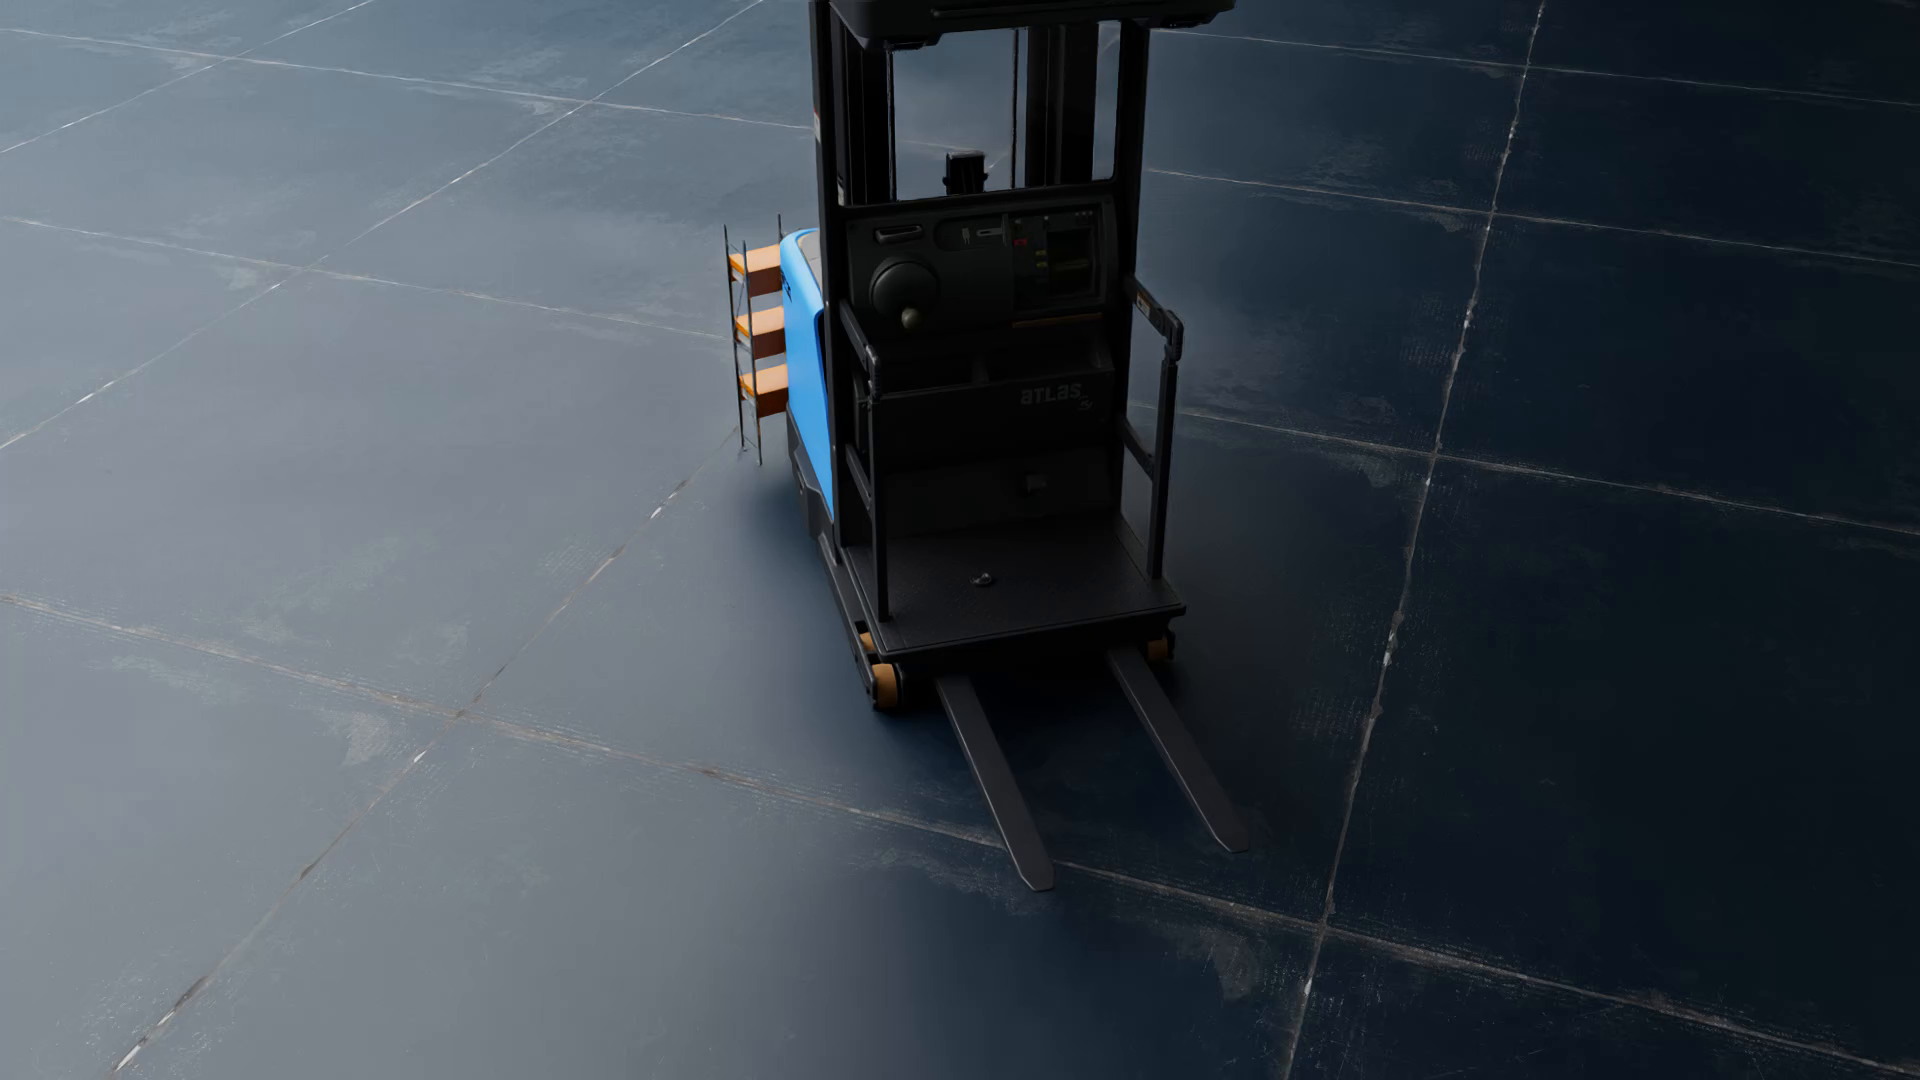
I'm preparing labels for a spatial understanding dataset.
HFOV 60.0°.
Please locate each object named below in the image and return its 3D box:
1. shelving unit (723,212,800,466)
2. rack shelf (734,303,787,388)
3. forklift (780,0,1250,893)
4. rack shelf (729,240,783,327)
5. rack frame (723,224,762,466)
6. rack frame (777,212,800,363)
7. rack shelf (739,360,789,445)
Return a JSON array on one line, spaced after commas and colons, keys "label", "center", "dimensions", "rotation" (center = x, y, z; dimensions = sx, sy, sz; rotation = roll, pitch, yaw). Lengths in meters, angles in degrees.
[{"label": "shelving unit", "center": [-0.813, -0.843, 7.088], "dimensions": [0.252, 1.050, 0.215], "rotation": [-18, 37, -26]}, {"label": "rack shelf", "center": [-0.813, -0.834, 7.094], "dimensions": [0.240, 0.259, 0.215], "rotation": [-18, 37, -26]}, {"label": "forklift", "center": [0.140, -0.873, 5.400], "dimensions": [1.130, 2.935, 3.031], "rotation": [-8, 34, -13]}, {"label": "rack shelf", "center": [-0.813, -1.073, 6.940], "dimensions": [0.240, 0.259, 0.215], "rotation": [-18, 37, -26]}, {"label": "rack frame", "center": [-0.918, -0.809, 7.035], "dimensions": [0.008, 1.050, 0.200], "rotation": [-18, 37, -26]}, {"label": "rack frame", "center": [-0.709, -0.877, 7.141], "dimensions": [0.008, 1.050, 0.200], "rotation": [-18, 37, -26]}, {"label": "rack shelf", "center": [-0.813, -0.601, 7.244], "dimensions": [0.240, 0.259, 0.215], "rotation": [-18, 37, -26]}]
